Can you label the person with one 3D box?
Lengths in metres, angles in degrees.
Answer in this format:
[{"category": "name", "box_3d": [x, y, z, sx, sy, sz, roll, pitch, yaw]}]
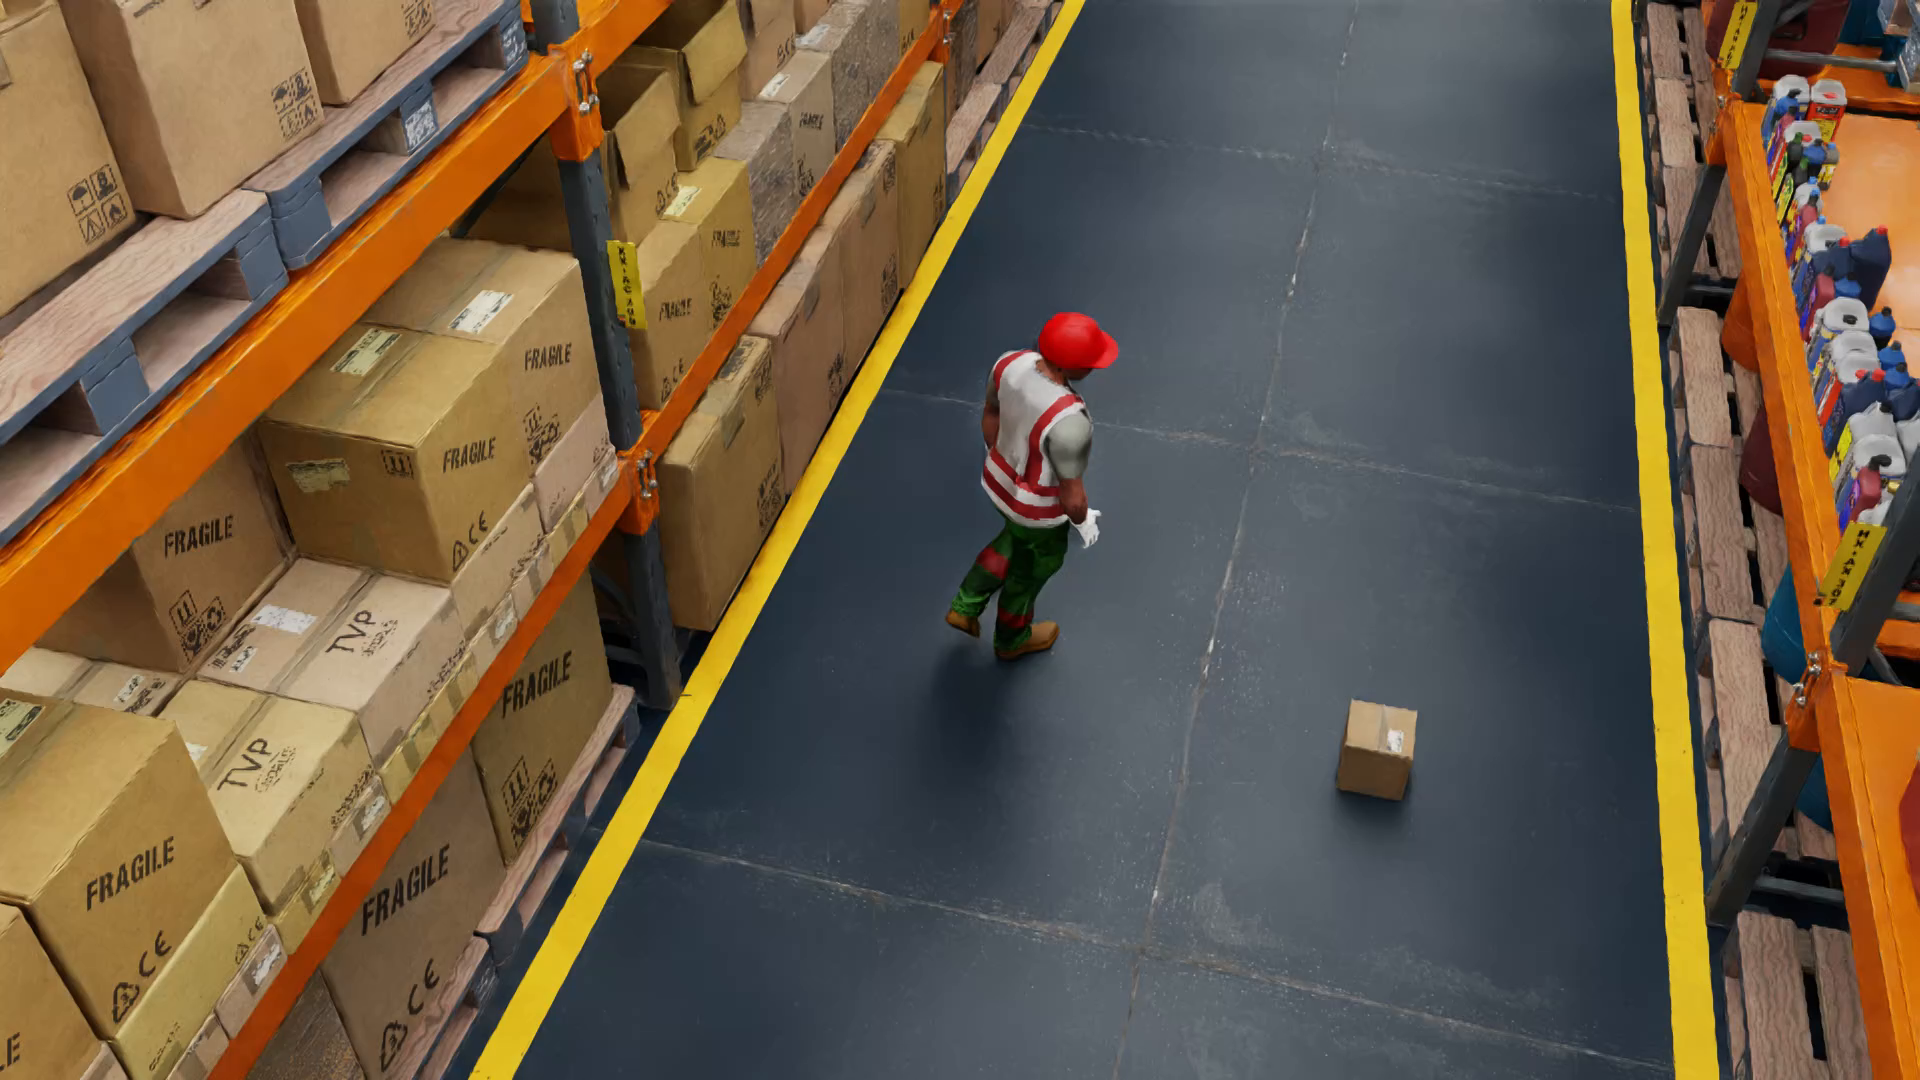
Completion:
[{"category": "person", "box_3d": [0.246, -0.146, 6.313, 0.497, 1.765, 0.613, -22, 45, -24]}]
